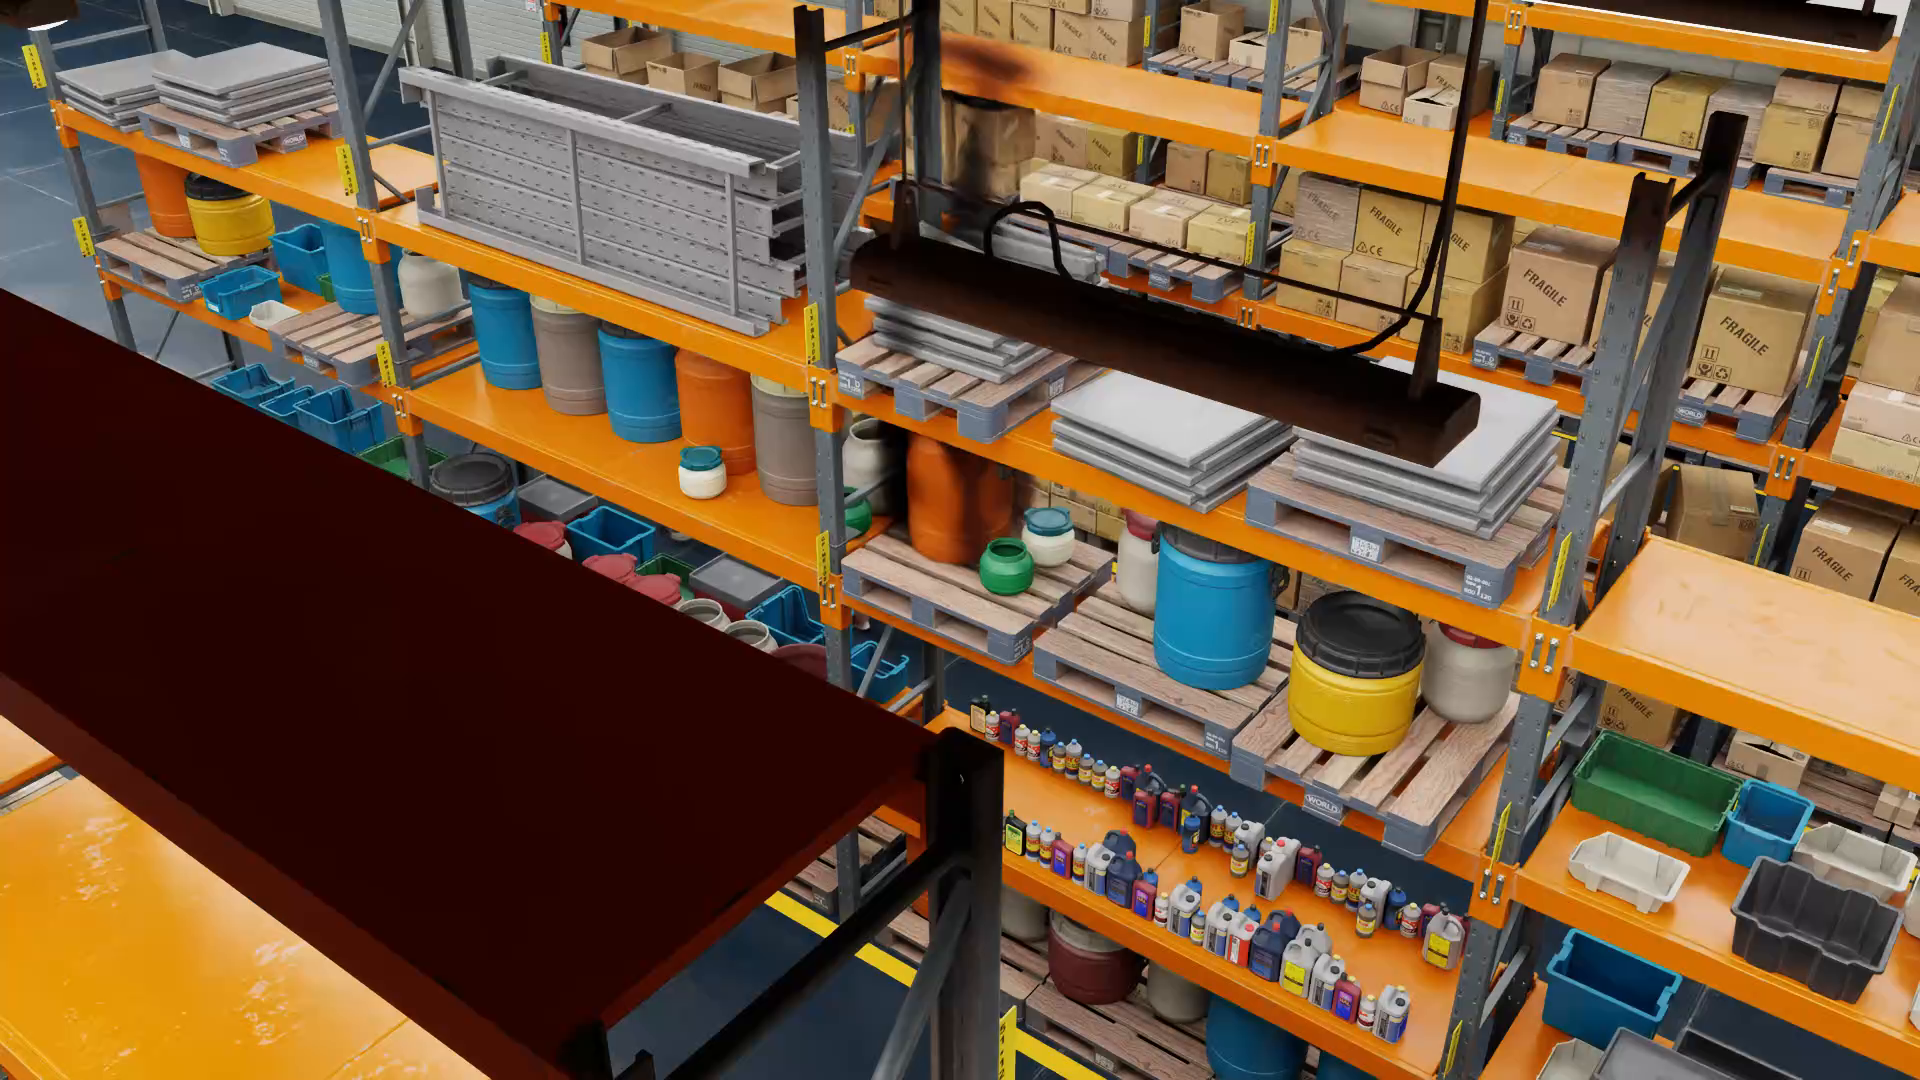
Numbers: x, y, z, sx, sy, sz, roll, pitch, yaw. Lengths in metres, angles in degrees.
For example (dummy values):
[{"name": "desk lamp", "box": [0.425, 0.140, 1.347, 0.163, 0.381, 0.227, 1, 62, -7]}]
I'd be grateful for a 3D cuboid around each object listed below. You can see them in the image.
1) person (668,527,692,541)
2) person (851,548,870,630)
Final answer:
[{"name": "person", "box": [-2.799, -0.764, 14.993, 0.899, 1.579, 0.736, 3, 32, 5]}, {"name": "person", "box": [-0.942, 0.042, 13.655, 0.564, 1.637, 0.570, 17, 36, 26]}]
